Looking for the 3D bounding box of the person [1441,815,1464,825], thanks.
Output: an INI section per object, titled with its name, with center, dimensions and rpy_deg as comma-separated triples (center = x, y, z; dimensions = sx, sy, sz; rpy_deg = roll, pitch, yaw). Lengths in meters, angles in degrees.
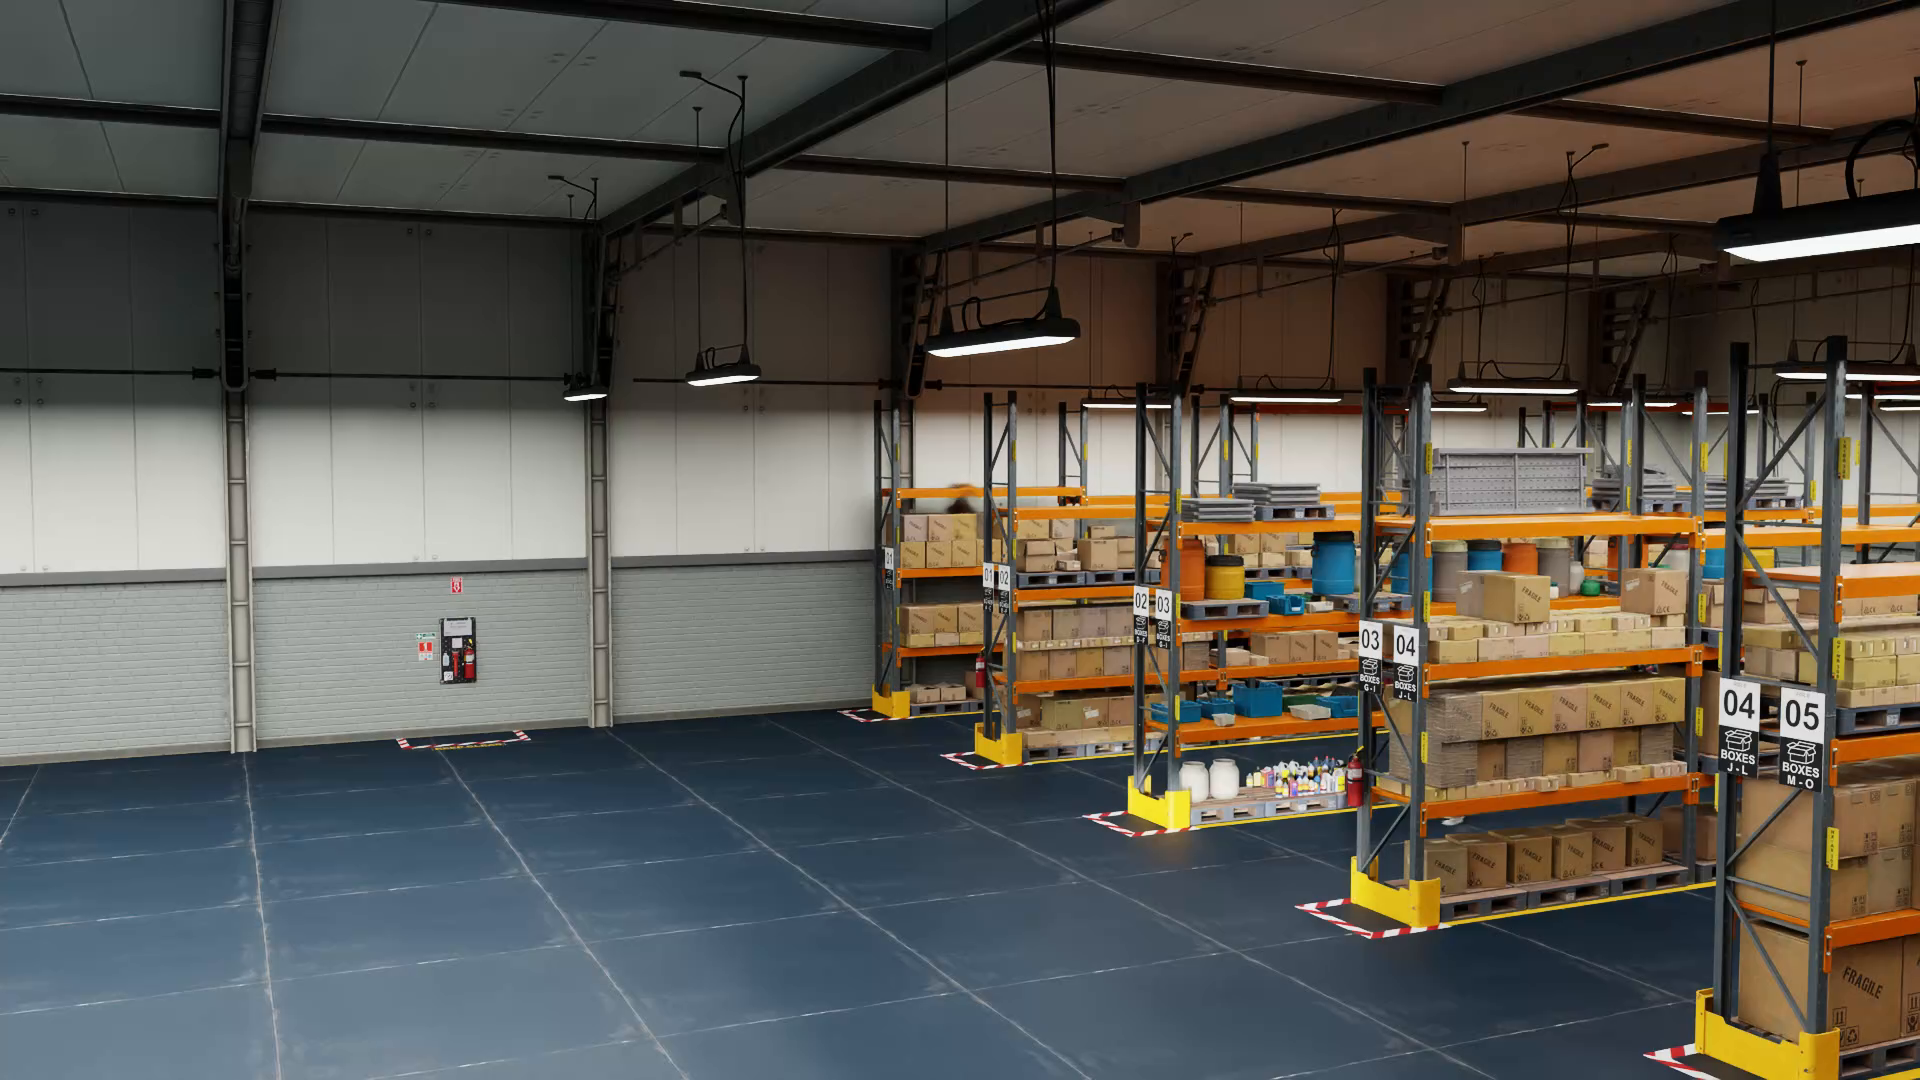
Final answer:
[person]
center = 6.734, 3.019, 22.665
dimensions = 0.338, 1.704, 0.438
rpy_deg = 1, 3, 15
